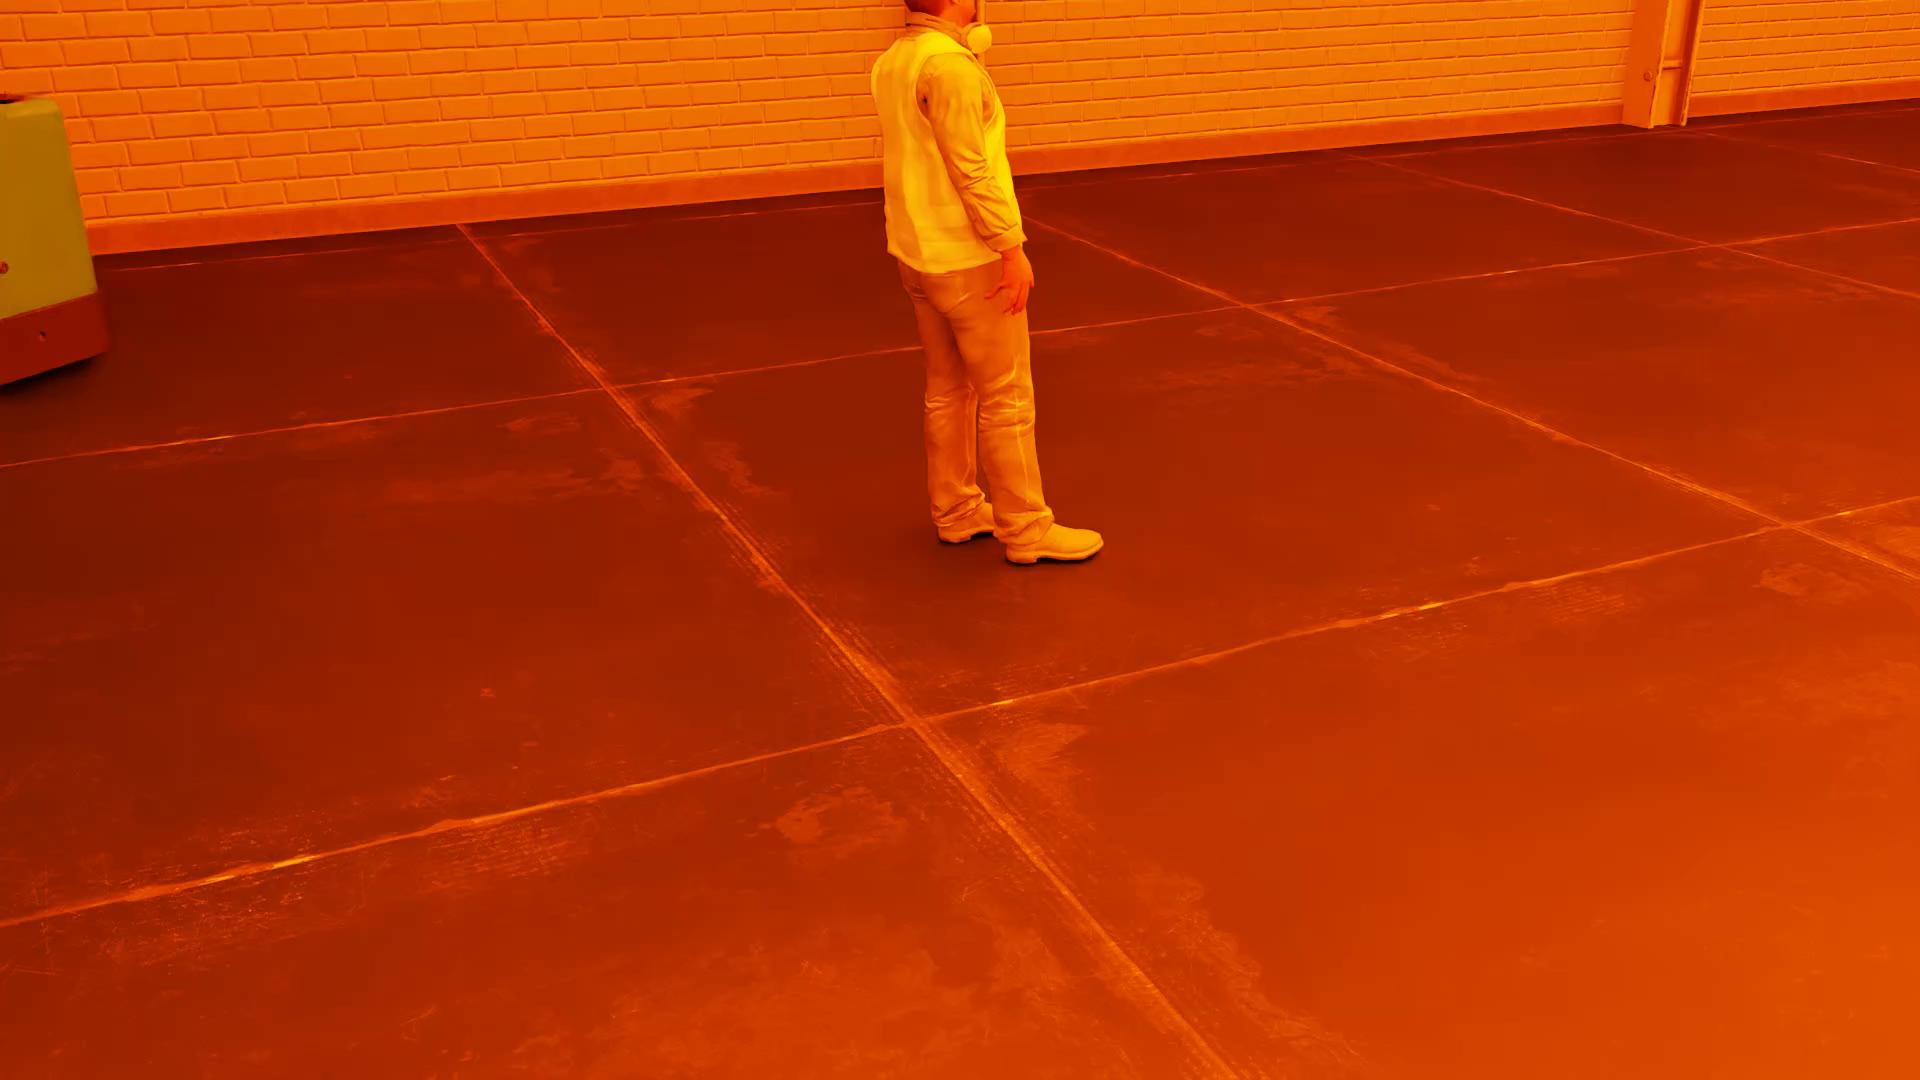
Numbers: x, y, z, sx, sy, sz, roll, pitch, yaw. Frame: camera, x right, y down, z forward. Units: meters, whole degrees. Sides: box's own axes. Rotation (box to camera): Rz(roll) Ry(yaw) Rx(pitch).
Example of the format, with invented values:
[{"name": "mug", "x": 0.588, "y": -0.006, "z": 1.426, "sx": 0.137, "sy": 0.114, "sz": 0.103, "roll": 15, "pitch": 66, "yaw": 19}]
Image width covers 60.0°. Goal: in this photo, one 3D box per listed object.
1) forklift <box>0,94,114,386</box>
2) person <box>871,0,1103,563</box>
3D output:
[{"name": "forklift", "x": -5.030, "y": -2.116, "z": 6.381, "sx": 3.031, "sy": 2.935, "sz": 1.130, "roll": 9, "pitch": 24, "yaw": 20}, {"name": "person", "x": 0.060, "y": -0.833, "z": 4.782, "sx": 0.566, "sy": 1.775, "sz": 0.633, "roll": -10, "pitch": 25, "yaw": -23}]
